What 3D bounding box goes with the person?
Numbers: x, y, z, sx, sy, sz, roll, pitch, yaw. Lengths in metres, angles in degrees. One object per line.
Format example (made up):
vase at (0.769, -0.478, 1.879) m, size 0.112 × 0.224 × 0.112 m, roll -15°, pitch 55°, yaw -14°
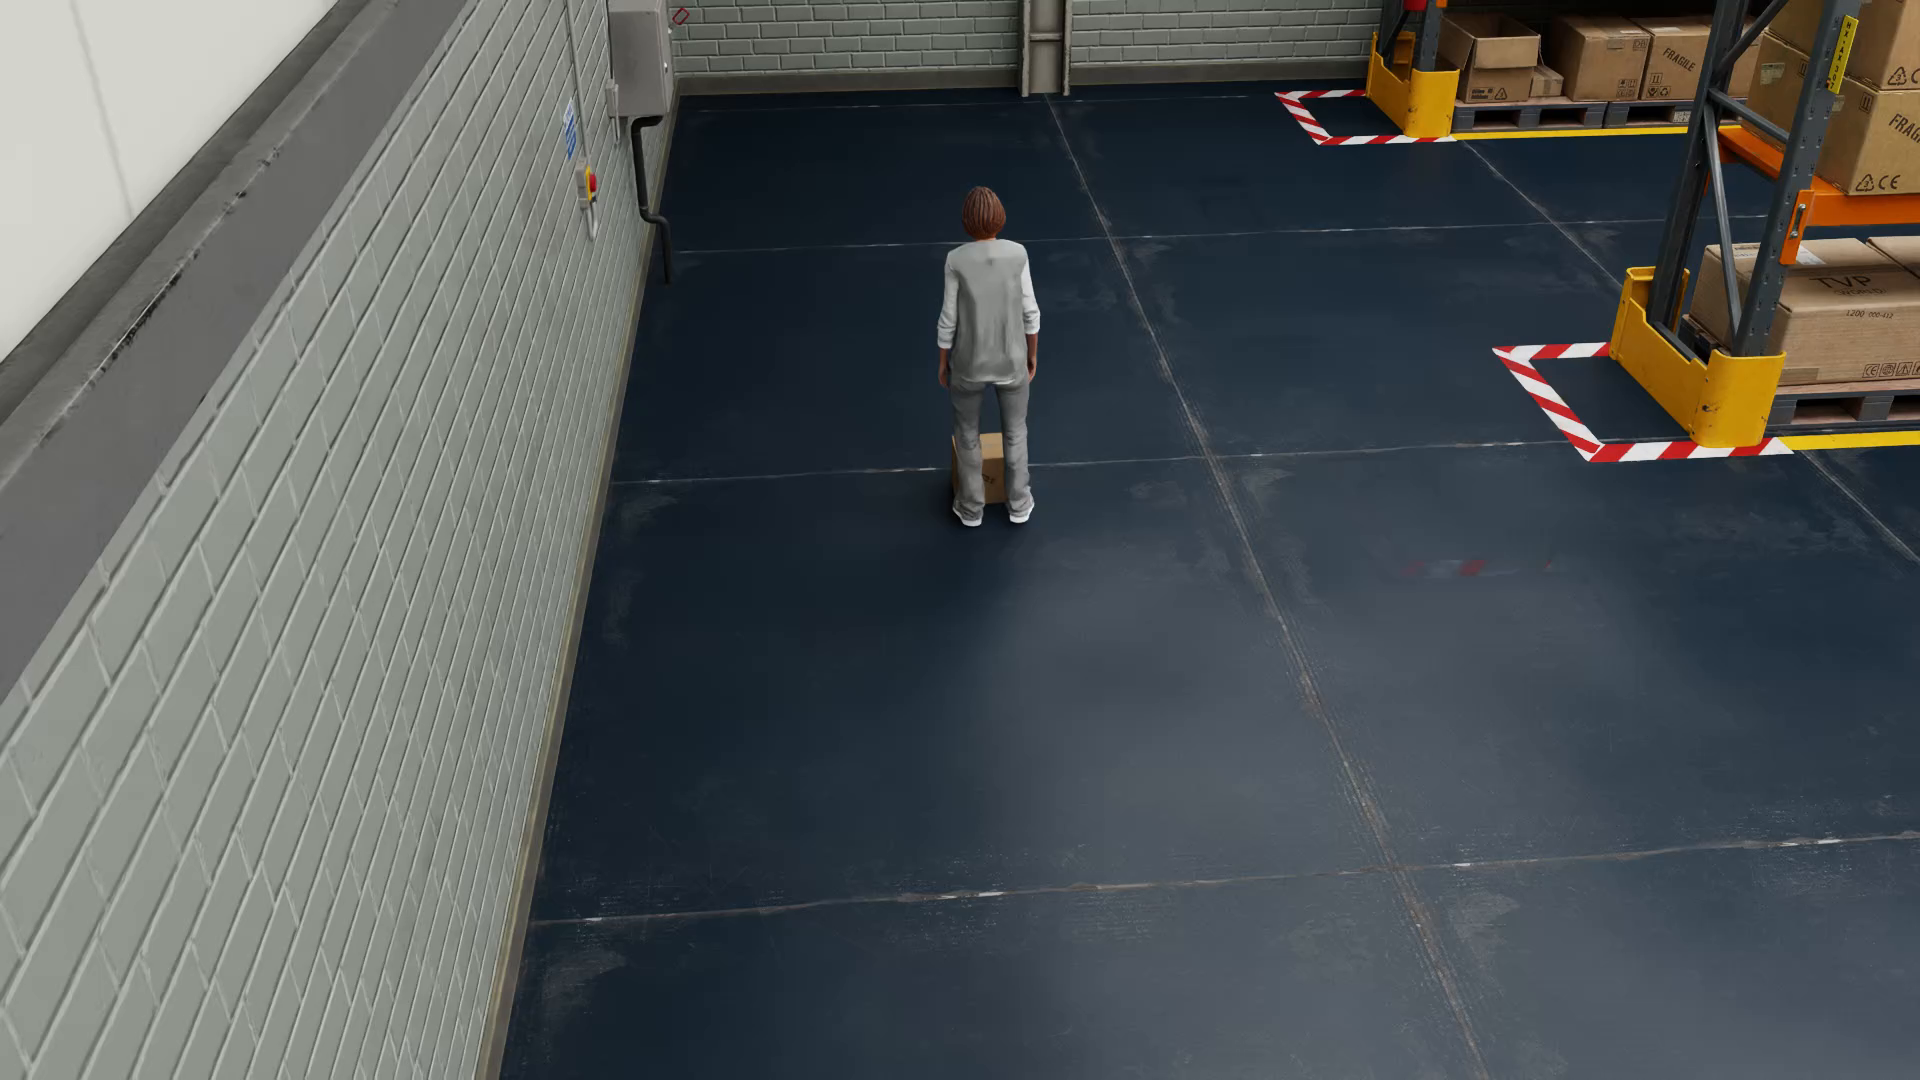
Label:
person at (0.129, -0.779, 7.427) m, size 0.474 × 1.580 × 0.346 m, roll -4°, pitch 32°, yaw -7°
